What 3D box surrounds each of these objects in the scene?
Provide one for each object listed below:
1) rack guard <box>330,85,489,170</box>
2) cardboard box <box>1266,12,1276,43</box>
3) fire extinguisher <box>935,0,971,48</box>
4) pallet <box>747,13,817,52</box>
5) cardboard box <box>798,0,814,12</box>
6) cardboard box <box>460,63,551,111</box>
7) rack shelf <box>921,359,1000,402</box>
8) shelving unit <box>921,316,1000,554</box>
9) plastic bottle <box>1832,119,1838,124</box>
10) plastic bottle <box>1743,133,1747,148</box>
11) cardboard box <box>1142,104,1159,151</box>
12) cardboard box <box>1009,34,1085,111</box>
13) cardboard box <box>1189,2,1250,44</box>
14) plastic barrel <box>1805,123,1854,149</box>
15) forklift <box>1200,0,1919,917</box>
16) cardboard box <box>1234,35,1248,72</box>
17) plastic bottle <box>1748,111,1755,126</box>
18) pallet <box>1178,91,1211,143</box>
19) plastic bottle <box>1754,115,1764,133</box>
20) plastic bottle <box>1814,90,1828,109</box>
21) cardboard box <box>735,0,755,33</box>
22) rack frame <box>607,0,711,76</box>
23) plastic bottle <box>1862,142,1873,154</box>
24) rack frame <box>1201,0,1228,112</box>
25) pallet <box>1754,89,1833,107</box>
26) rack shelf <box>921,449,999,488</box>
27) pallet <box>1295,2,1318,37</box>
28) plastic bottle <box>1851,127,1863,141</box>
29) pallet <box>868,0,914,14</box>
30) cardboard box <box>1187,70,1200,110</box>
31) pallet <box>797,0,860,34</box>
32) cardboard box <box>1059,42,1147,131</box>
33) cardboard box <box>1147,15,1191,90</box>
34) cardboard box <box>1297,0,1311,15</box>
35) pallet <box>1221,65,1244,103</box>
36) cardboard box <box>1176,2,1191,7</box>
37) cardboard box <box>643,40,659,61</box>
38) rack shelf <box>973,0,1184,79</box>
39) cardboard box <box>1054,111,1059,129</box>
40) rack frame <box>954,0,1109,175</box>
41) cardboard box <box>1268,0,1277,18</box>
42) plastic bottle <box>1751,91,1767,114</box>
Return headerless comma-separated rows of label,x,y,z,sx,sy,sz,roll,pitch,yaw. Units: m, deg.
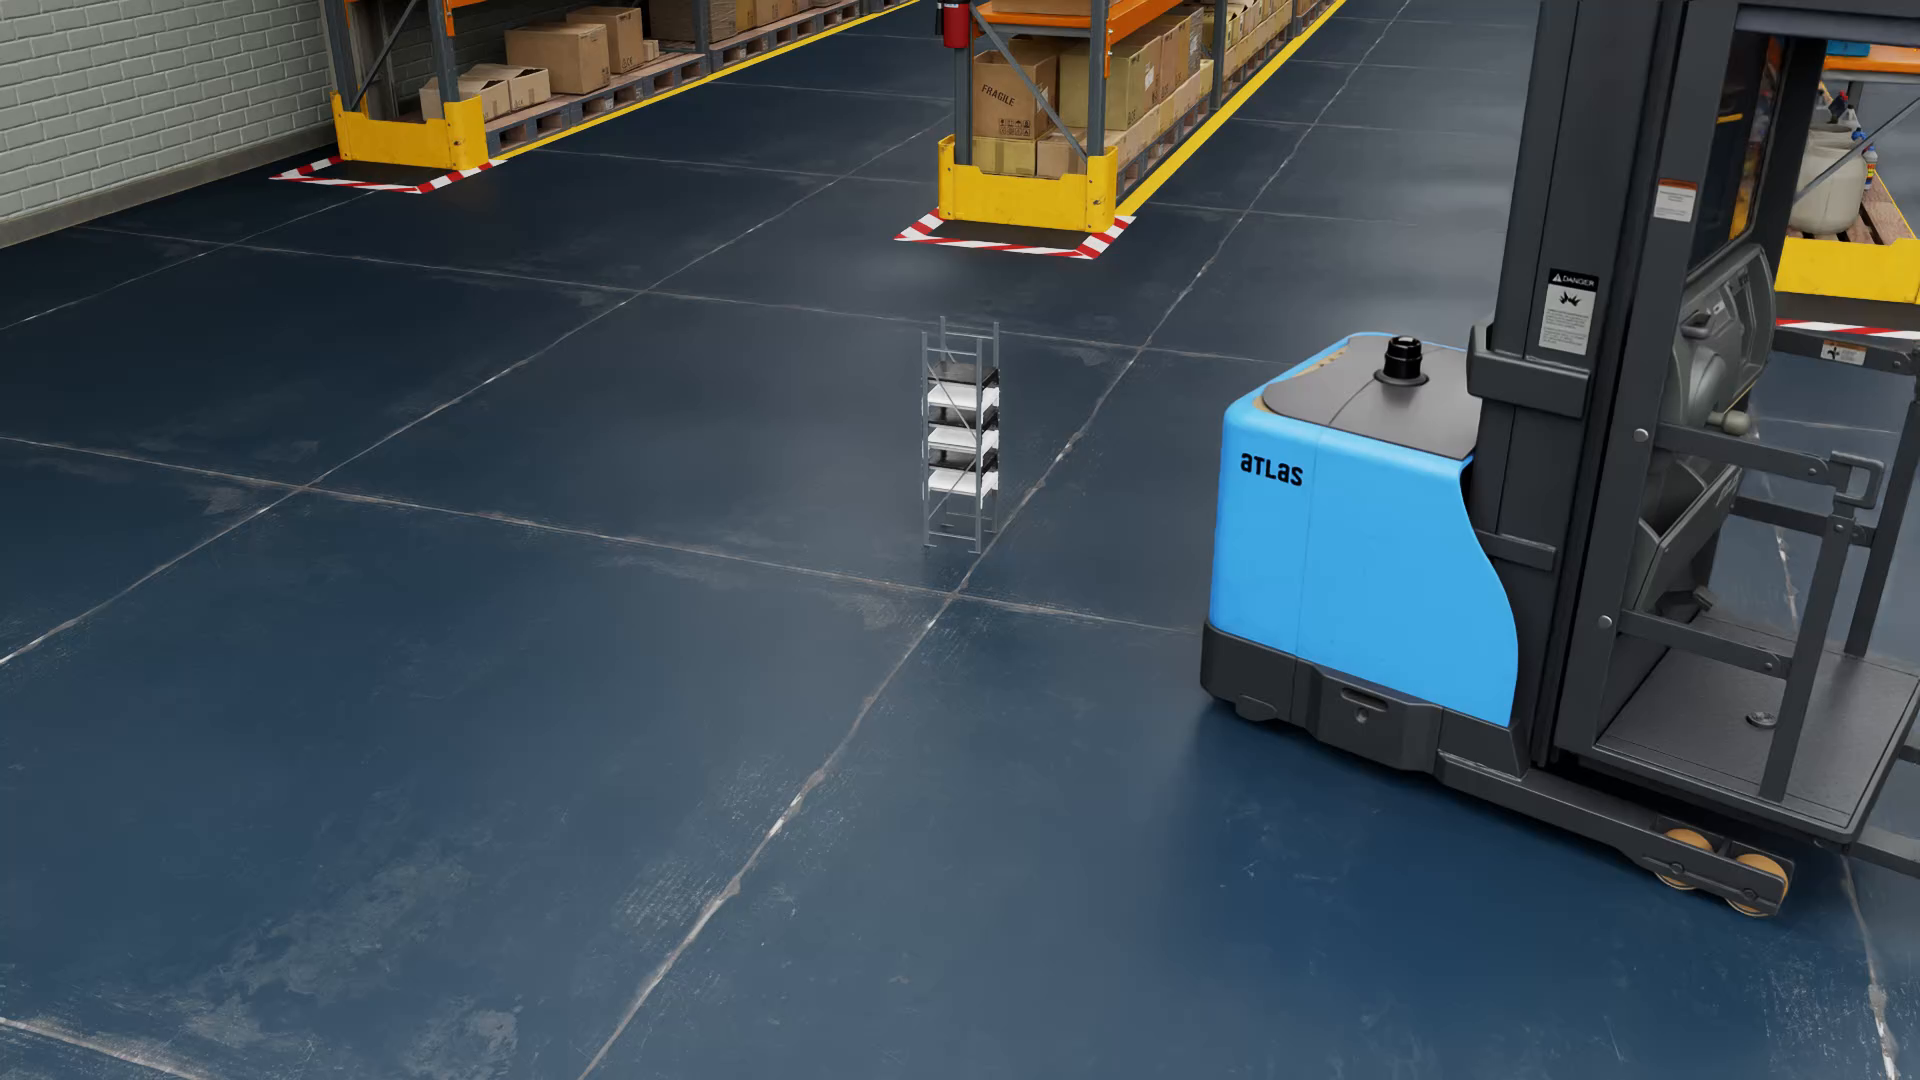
rack guard,-4.193,-3.145,12.672,1.175,0.500,0.348,9,27,17
cardboard box,2.833,-5.091,16.496,0.500,0.250,0.500,9,27,19
fire extinguisher,-0.023,-3.506,10.638,0.296,0.674,0.183,9,27,17
pallet,-2.225,-5.451,17.766,1.003,0.211,1.213,9,27,17
cardboard box,-2.028,-6.101,18.272,0.700,0.500,0.500,9,27,17
cardboard box,-3.714,-3.732,13.597,0.500,0.311,0.500,11,28,22
rack shelf,0.003,-0.621,6.458,0.258,0.077,0.200,9,27,17
shelving unit,0.003,-0.408,6.561,0.258,0.900,0.210,9,27,17
plastic bottle,6.183,-2.852,11.811,0.061,0.283,0.133,9,27,17
plastic bottle,5.343,-2.647,11.386,0.061,0.283,0.133,9,27,19
cardboard box,1.172,-3.073,12.328,0.500,0.250,0.500,9,27,17
cardboard box,0.671,-3.488,12.324,0.500,0.500,0.500,9,27,17
cardboard box,2.329,-4.708,15.062,0.500,0.311,0.500,8,27,17
plastic barrel,5.438,-2.359,10.553,0.421,0.512,0.421,0,26,0
forklift,2.282,-0.541,4.505,3.031,2.935,1.130,19,31,33
cardboard box,2.324,-4.457,15.186,0.500,0.250,0.500,9,27,19
plastic bottle,5.529,-2.851,11.732,0.144,0.351,0.185,10,28,20
pallet,1.481,-3.590,13.922,1.003,0.211,1.213,9,27,17
plastic bottle,5.739,-2.883,11.883,0.152,0.276,0.135,9,27,17
plastic bottle,6.377,-3.166,12.382,0.144,0.351,0.185,9,27,17
cardboard box,-2.534,-5.480,16.990,0.700,0.500,0.500,8,27,16
rack frame,-2.887,-5.883,15.458,1.000,3.000,0.127,9,27,17
plastic bottle,6.114,-2.568,11.224,0.061,0.283,0.133,9,27,18
rack frame,1.785,-5.166,13.977,1.000,3.000,0.127,9,27,17
pallet,6.680,-3.519,13.776,1.003,0.211,1.213,9,27,17
rack shelf,0.003,-0.297,6.615,0.258,0.077,0.200,9,27,17
pallet,3.400,-5.856,18.602,1.003,0.211,1.213,9,27,17
plastic bottle,6.236,-2.737,11.587,0.097,0.271,0.097,0,26,0
pallet,-1.223,-6.584,20.107,1.003,0.211,1.213,9,27,17
cardboard box,1.661,-3.691,13.604,0.500,0.250,0.500,9,27,17
pallet,-1.818,-5.950,18.798,1.003,0.211,1.213,9,27,17
cardboard box,1.007,-3.205,11.740,0.500,0.500,0.500,9,27,17
cardboard box,1.497,-3.823,13.016,0.500,0.500,0.500,9,27,17
cardboard box,3.537,-6.028,18.122,0.500,0.500,0.500,10,28,20
pallet,1.994,-4.219,15.222,1.003,0.211,1.213,9,27,17
cardboard box,1.817,-4.792,15.236,0.500,0.311,0.500,10,27,19
cardboard box,-3.037,-4.581,15.516,0.380,0.166,0.250,5,26,11
rack shelf,1.120,-4.020,12.436,1.077,0.370,4.000,9,27,17
cardboard box,0.509,-2.944,12.061,0.500,0.250,0.500,9,27,17
rack frame,0.454,-3.522,10.582,1.000,3.000,0.127,9,27,17
cardboard box,2.837,-5.341,16.369,0.500,0.311,0.500,9,27,17
plastic bottle,5.931,-3.159,12.368,0.144,0.351,0.185,9,27,17
